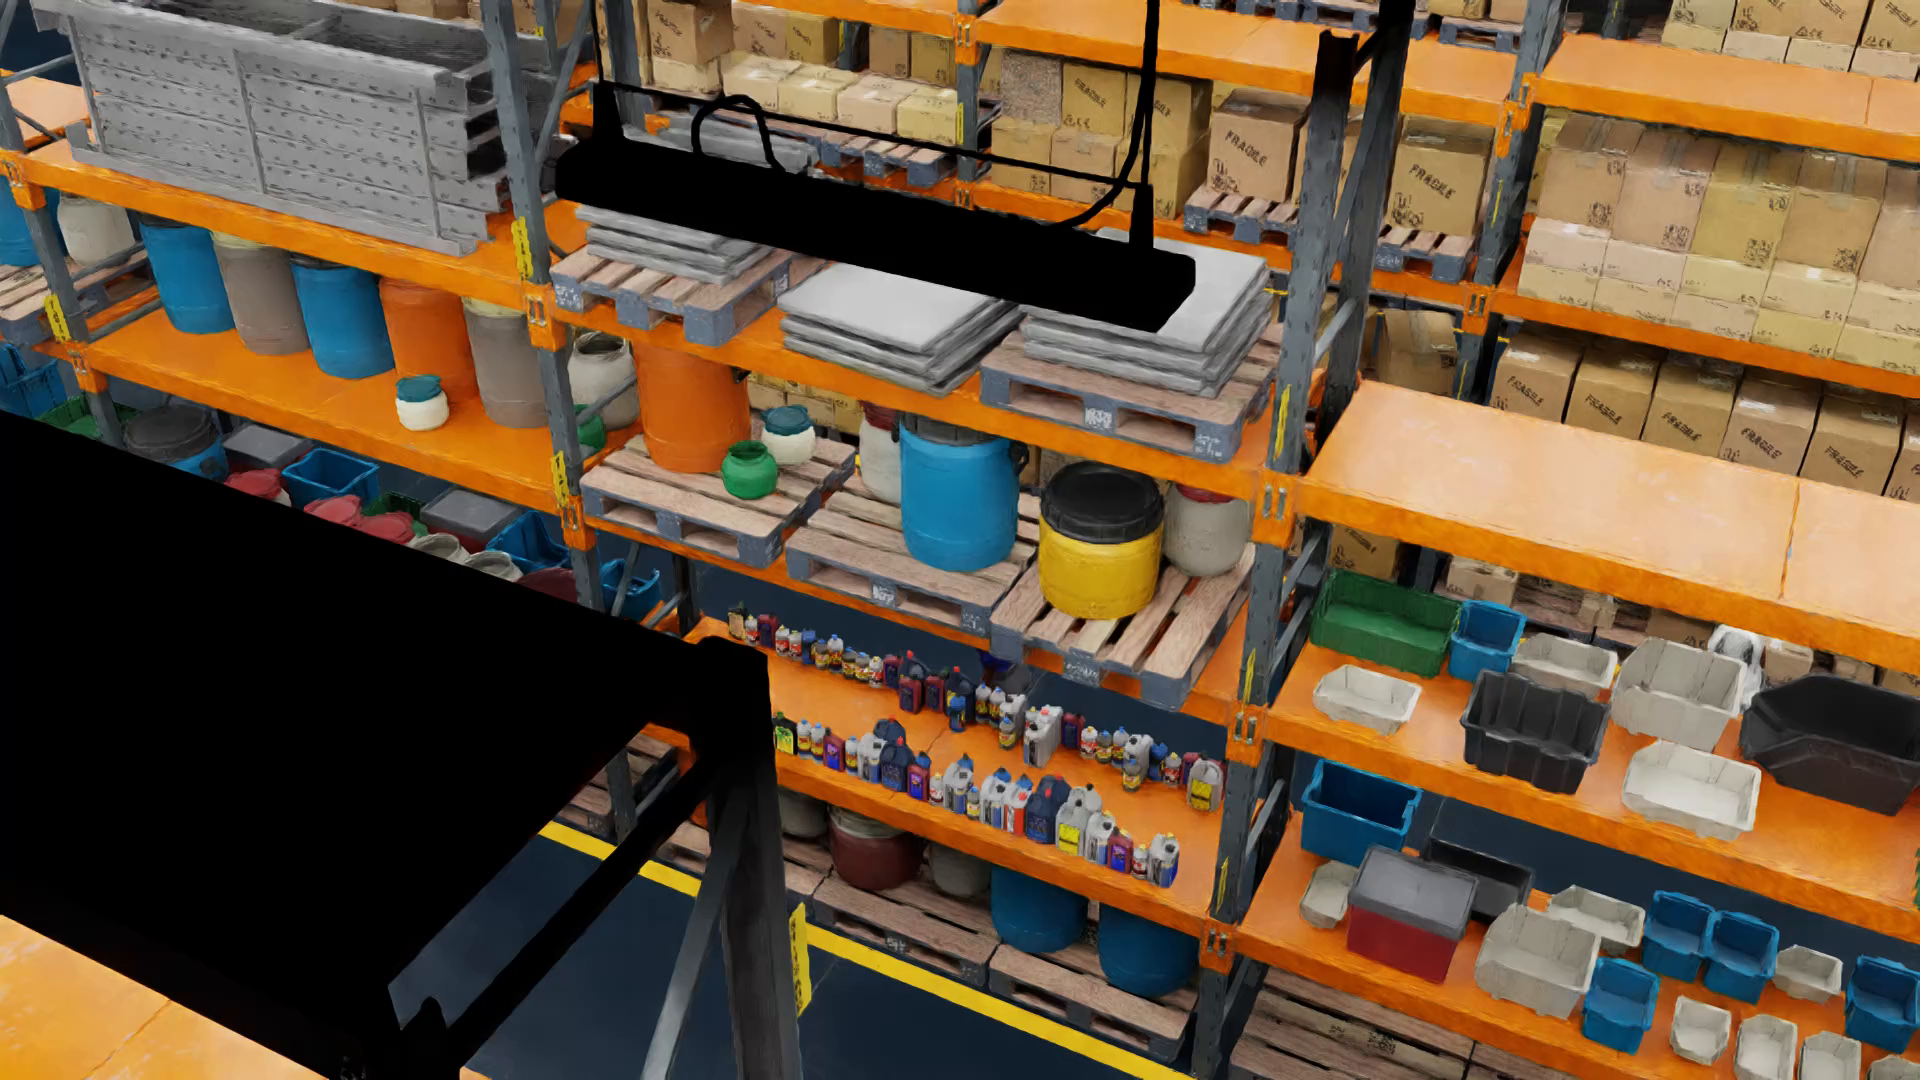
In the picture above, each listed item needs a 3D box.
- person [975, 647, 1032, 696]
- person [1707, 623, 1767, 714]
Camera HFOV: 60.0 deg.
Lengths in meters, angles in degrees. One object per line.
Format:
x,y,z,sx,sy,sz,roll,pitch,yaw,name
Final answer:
0.315,0.938,11.154,0.518,1.604,0.571,15,38,21,person
5.043,0.955,11.004,1.041,1.732,0.579,16,38,21,person
